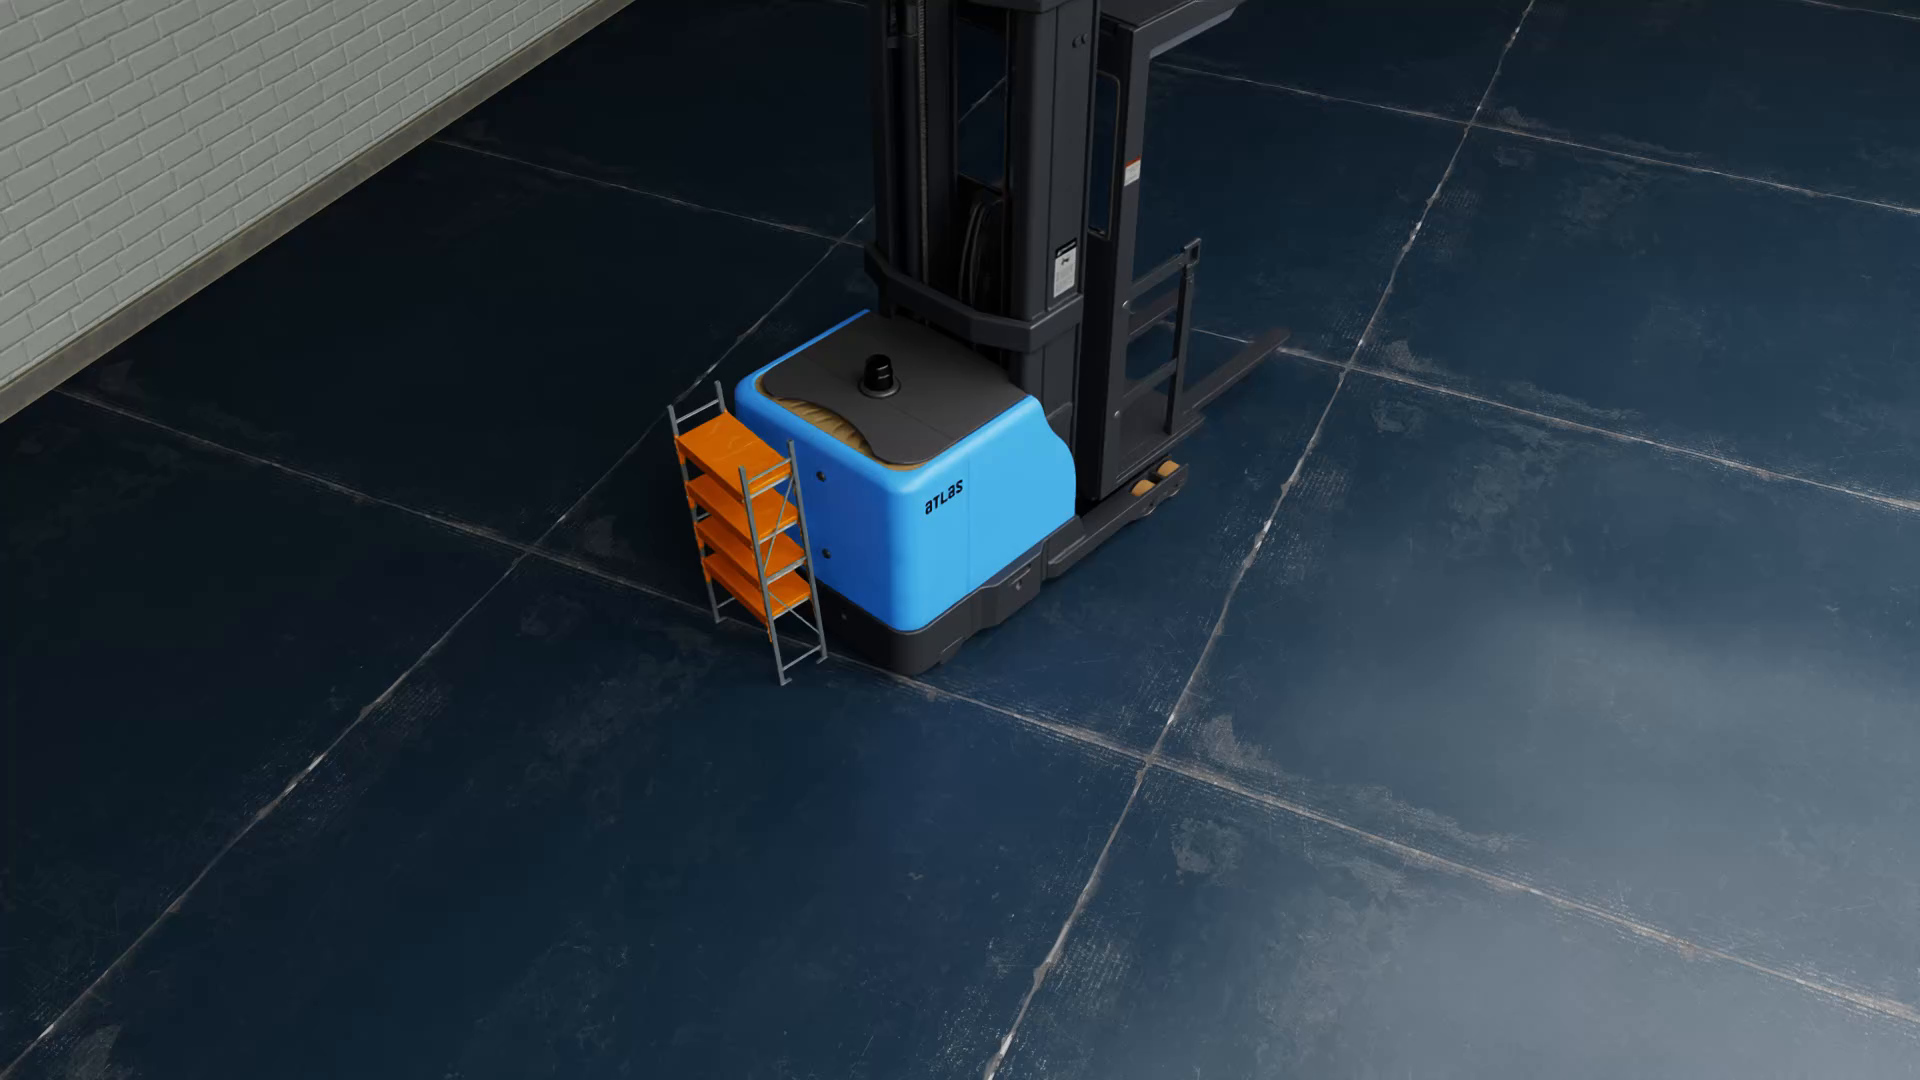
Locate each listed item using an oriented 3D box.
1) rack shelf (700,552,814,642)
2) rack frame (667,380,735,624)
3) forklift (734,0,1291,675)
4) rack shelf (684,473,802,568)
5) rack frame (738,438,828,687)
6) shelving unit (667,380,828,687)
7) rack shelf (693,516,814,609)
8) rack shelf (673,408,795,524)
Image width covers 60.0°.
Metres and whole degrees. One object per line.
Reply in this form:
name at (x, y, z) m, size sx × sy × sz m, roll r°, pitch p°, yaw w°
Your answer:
rack shelf at (-0.831, 0.186, 6.896) m, size 0.258 × 0.148 × 0.480 m, roll -32°, pitch 50°, yaw -26°
rack frame at (-1.001, -0.130, 6.855) m, size 0.240 × 1.200 × 0.015 m, roll -32°, pitch 50°, yaw -26°
forklift at (0.431, -1.426, 7.041) m, size 1.130 × 2.935 × 3.031 m, roll 31°, pitch 50°, yaw 31°
rack shelf at (-0.853, -0.121, 6.606) m, size 0.258 × 0.148 × 0.480 m, roll -32°, pitch 50°, yaw -26°
rack frame at (-0.688, 0.115, 6.572) m, size 0.240 × 1.200 × 0.015 m, roll -32°, pitch 50°, yaw -26°
shelving unit at (-0.845, -0.007, 6.714) m, size 0.258 × 1.200 × 0.503 m, roll -32°, pitch 50°, yaw -26°
rack shelf at (-0.841, 0.041, 6.760) m, size 0.258 × 0.148 × 0.480 m, roll -32°, pitch 50°, yaw -26°
rack shelf at (-0.865, -0.293, 6.444) m, size 0.258 × 0.148 × 0.480 m, roll -32°, pitch 50°, yaw -26°
